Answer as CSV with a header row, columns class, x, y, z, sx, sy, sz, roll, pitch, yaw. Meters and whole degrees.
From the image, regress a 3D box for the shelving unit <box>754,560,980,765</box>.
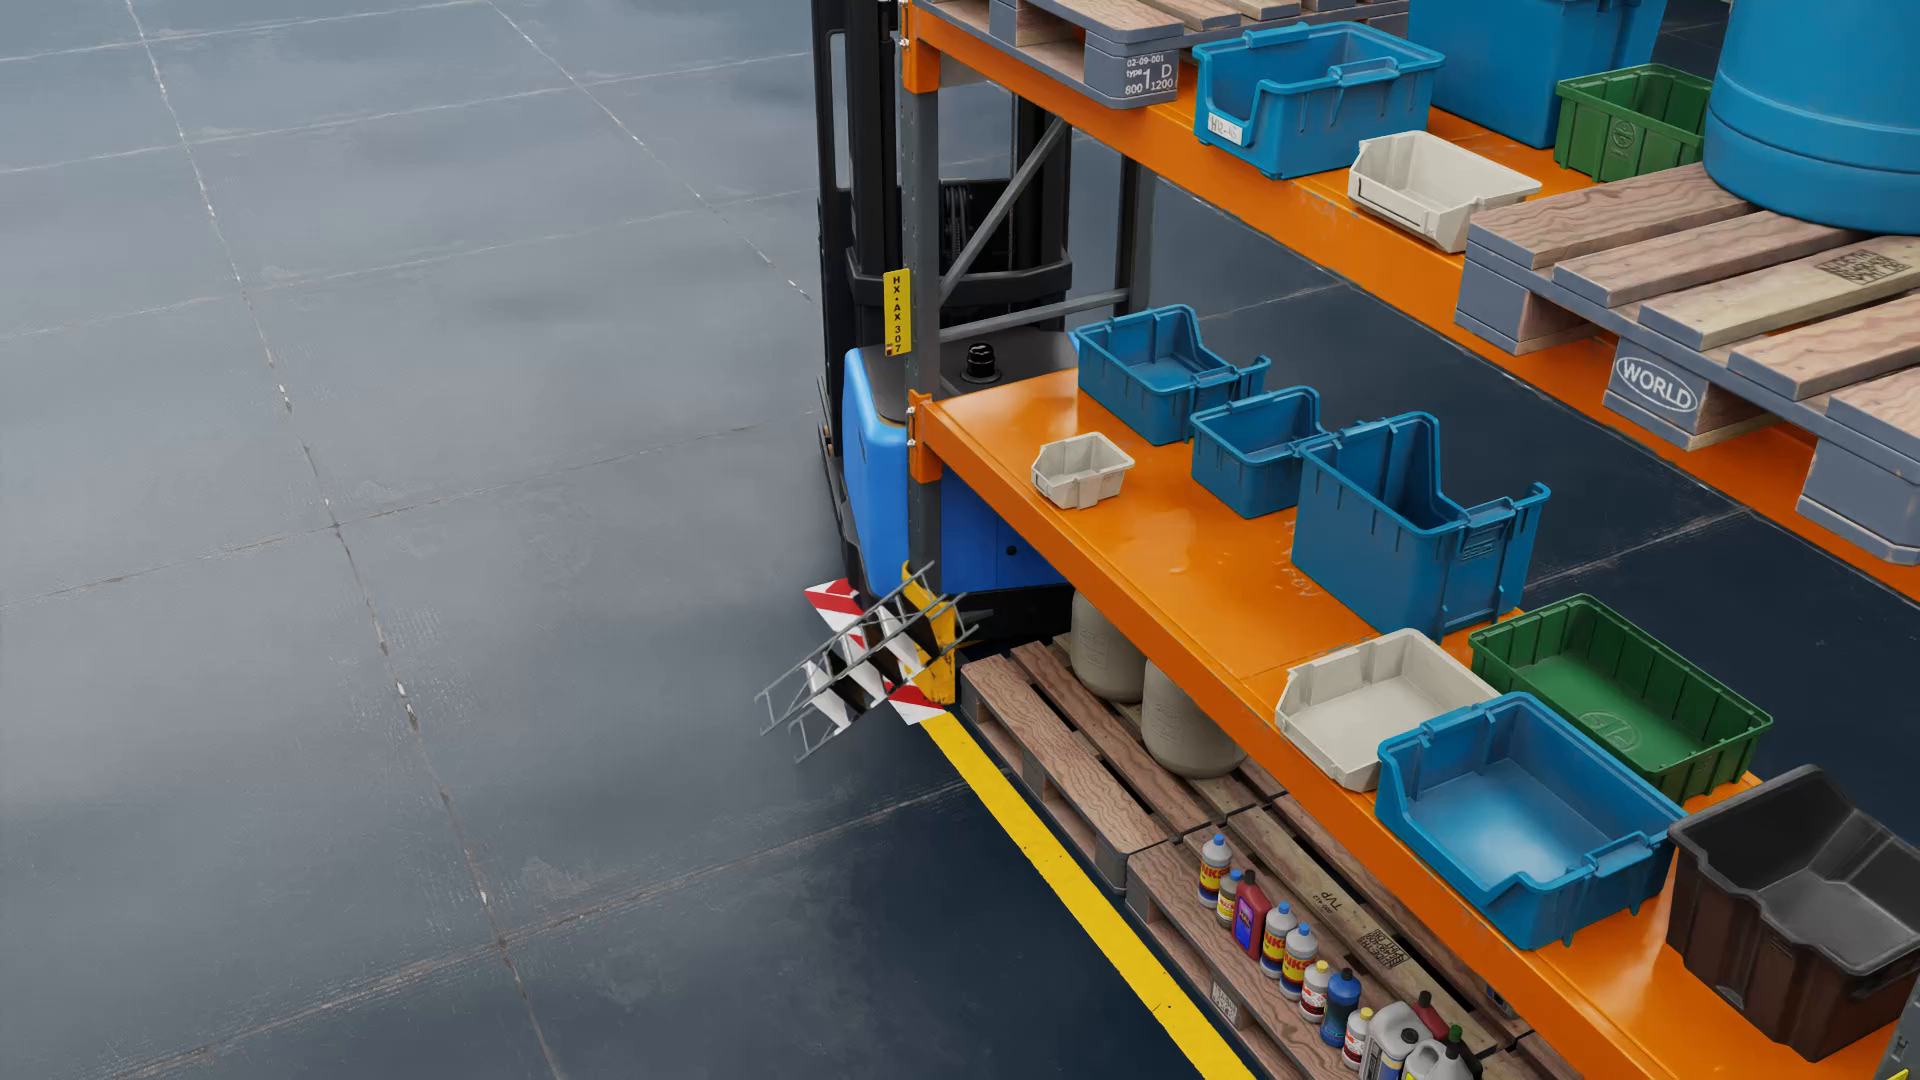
class,x,y,z,sx,sy,sz,roll,pitch,yaw
shelving unit,-0.364,0.471,6.348,0.900,0.210,0.258,-37,34,11

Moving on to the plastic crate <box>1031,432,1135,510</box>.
class,x,y,z,sx,sy,sz,roll,pitch,yaw
plastic crate,0.396,-0.219,5.556,0.298,0.136,0.250,-16,36,-23

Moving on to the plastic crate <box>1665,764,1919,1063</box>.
class,x,y,z,sx,sy,sz,roll,pitch,yaw
plastic crate,1.997,0.815,3.755,0.767,0.338,0.504,-16,36,-23

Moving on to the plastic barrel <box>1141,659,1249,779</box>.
class,x,y,z,sx,sy,sz,roll,pitch,yaw
plastic barrel,0.872,0.567,6.002,0.421,0.512,0.421,0,33,0

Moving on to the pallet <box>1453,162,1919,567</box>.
class,x,y,z,sx,sy,sz,roll,pitch,yaw
pallet,1.706,-0.432,3.039,1.213,0.211,1.003,-16,36,-23

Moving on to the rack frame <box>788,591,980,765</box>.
class,x,y,z,sx,sy,sz,roll,pitch,yaw
rack frame,-0.305,0.531,6.404,0.900,0.006,0.240,-37,34,11

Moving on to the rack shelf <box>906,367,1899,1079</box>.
class,x,y,z,sx,sy,sz,roll,pitch,yaw
rack shelf,1.196,0.419,4.982,1.077,0.370,4.000,-16,36,-23

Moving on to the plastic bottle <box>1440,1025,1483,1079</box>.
class,x,y,z,sx,sy,sz,roll,pitch,yaw
plastic bottle,1.412,1.511,4.721,0.061,0.283,0.133,-16,36,-23

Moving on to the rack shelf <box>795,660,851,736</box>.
class,x,y,z,sx,sy,sz,roll,pitch,yaw
rack shelf,-0.531,0.598,6.388,0.077,0.200,0.258,-37,34,11

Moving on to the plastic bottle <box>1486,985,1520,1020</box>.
class,x,y,z,sx,sy,sz,roll,pitch,yaw
plastic bottle,1.714,1.299,5.059,0.152,0.276,0.135,-16,36,-23

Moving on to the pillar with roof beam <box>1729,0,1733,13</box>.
class,x,y,z,sx,sy,sz,roll,pitch,yaw
pillar with roof beam,3.514,-7.520,11.146,9.100,9.000,0.400,-16,36,-23

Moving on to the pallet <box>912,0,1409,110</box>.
class,x,y,z,sx,sy,sz,roll,pitch,yaw
pallet,0.563,-1.602,4.865,1.003,0.211,1.213,-16,36,-23

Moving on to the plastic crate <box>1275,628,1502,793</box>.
class,x,y,z,sx,sy,sz,roll,pitch,yaw
plastic crate,1.148,0.471,4.479,0.530,0.136,0.437,-16,36,-23

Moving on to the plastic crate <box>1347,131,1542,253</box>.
class,x,y,z,sx,sy,sz,roll,pitch,yaw
plastic crate,1.023,-0.745,3.597,0.243,0.136,0.396,-16,36,-23

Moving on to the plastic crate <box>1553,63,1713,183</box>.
class,x,y,z,sx,sy,sz,roll,pitch,yaw
plastic crate,1.634,-0.924,3.828,0.336,0.188,0.450,-16,36,-23

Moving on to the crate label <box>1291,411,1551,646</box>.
class,x,y,z,sx,sy,sz,roll,pitch,yaw
crate label,1.361,-0.043,5.003,0.502,0.435,0.616,-16,36,-23

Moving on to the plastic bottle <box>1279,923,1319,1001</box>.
class,x,y,z,sx,sy,sz,roll,pitch,yaw
plastic bottle,1.040,1.280,5.092,0.097,0.271,0.097,0,33,0

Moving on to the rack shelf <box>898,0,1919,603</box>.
class,x,y,z,sx,sy,sz,roll,pitch,yaw
rack shelf,1.196,-0.844,4.173,1.077,0.370,4.000,-16,36,-23

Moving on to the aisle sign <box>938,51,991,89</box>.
class,x,y,z,sx,sy,sz,roll,pitch,yaw
aisle sign,-0.029,-1.893,5.515,0.394,0.787,0.004,-16,36,-23

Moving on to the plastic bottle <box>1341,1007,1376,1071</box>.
class,x,y,z,sx,sy,sz,roll,pitch,yaw
plastic bottle,1.182,1.455,4.884,0.097,0.201,0.097,0,33,0

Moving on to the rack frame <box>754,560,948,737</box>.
class,x,y,z,sx,sy,sz,roll,pitch,yaw
rack frame,-0.424,0.411,6.293,0.900,0.006,0.240,-37,34,11

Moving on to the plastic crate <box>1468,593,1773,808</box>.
class,x,y,z,sx,sy,sz,roll,pitch,yaw
plastic crate,1.746,0.441,4.477,0.450,0.188,0.662,-16,36,-23

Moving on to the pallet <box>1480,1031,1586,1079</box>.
class,x,y,z,sx,sy,sz,roll,pitch,yaw
pallet,1.853,1.914,4.567,1.003,0.211,1.213,-16,36,-23

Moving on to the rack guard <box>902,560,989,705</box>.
class,x,y,z,sx,sy,sz,roll,pitch,yaw
rack guard,0.341,0.239,6.914,1.175,0.500,0.348,-16,36,-23

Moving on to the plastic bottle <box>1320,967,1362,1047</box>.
class,x,y,z,sx,sy,sz,roll,pitch,yaw
plastic bottle,1.134,1.377,4.941,0.097,0.271,0.097,0,33,0

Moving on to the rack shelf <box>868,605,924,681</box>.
class,x,y,z,sx,sy,sz,roll,pitch,yaw
rack shelf,-0.250,0.383,6.321,0.077,0.200,0.258,-37,34,11

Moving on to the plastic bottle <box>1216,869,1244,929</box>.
class,x,y,z,sx,sy,sz,roll,pitch,yaw
plastic bottle,0.882,1.148,5.364,0.097,0.201,0.097,0,33,0

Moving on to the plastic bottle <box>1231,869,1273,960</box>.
class,x,y,z,sx,sy,sz,roll,pitch,yaw
plastic bottle,0.923,1.177,5.243,0.061,0.283,0.133,-15,36,-22

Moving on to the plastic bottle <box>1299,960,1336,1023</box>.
class,x,y,z,sx,sy,sz,roll,pitch,yaw
plastic bottle,1.086,1.357,5.037,0.097,0.201,0.097,0,33,0

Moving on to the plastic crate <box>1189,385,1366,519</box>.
class,x,y,z,sx,sy,sz,roll,pitch,yaw
plastic crate,1.060,-0.300,5.576,0.499,0.251,0.408,-16,36,-23

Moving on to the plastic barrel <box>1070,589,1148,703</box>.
class,x,y,z,sx,sy,sz,roll,pitch,yaw
plastic barrel,0.638,0.328,6.375,0.421,0.512,0.421,0,33,0

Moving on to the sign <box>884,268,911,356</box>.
class,x,y,z,sx,sy,sz,roll,pitch,yaw
sign,-0.225,-0.818,5.990,0.100,0.325,0.005,-16,36,-23

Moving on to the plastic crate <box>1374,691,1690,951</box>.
class,x,y,z,sx,sy,sz,roll,pitch,yaw
plastic crate,1.373,0.674,4.056,0.499,0.251,0.616,-16,36,-23

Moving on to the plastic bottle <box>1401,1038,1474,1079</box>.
class,x,y,z,sx,sy,sz,roll,pitch,yaw
plastic bottle,1.334,1.520,4.644,0.144,0.351,0.185,-16,36,-23

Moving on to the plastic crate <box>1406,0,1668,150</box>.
class,x,y,z,sx,sy,sz,roll,pitch,yaw
plastic crate,1.419,-1.260,4.170,0.392,0.384,0.575,-16,36,-23

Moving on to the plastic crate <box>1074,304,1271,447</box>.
class,x,y,z,sx,sy,sz,roll,pitch,yaw
plastic crate,0.762,-0.612,6.062,0.499,0.251,0.616,-16,36,-23

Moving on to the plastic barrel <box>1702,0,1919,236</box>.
class,x,y,z,sx,sy,sz,roll,pitch,yaw
plastic barrel,1.760,-1.082,3.024,0.600,0.901,0.708,-16,36,-23

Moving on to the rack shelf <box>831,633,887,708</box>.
class,x,y,z,sx,sy,sz,roll,pitch,yaw
rack shelf,-0.390,0.491,6.355,0.077,0.200,0.258,-37,34,11

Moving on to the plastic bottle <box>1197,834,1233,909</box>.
class,x,y,z,sx,sy,sz,roll,pitch,yaw
plastic bottle,0.834,1.069,5.422,0.097,0.271,0.097,0,33,0

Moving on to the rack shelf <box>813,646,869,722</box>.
class,x,y,z,sx,sy,sz,roll,pitch,yaw
rack shelf,-0.460,0.545,6.372,0.077,0.200,0.258,-37,34,11

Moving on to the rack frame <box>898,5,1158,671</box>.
class,x,y,z,sx,sy,sz,roll,pitch,yaw
rack frame,0.264,-0.838,6.277,1.000,3.000,0.127,-16,36,-23

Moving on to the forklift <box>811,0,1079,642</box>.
class,x,y,z,sx,sy,sz,roll,pitch,yaw
forklift,-0.107,-1.566,7.477,1.130,2.935,3.031,-5,33,-8

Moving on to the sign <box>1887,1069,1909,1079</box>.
class,x,y,z,sx,sy,sz,roll,pitch,yaw
sign,1.637,1.087,3.015,0.100,0.325,0.005,-16,36,-23

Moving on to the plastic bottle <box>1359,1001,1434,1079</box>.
class,x,y,z,sx,sy,sz,roll,pitch,yaw
plastic bottle,1.261,1.473,4.787,0.152,0.276,0.135,-15,36,-22

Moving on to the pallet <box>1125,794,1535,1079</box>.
class,x,y,z,sx,sy,sz,roll,pitch,yaw
pallet,1.280,1.331,5.477,1.003,0.211,1.213,-16,36,-23

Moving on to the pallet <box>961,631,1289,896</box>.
class,x,y,z,sx,sy,sz,roll,pitch,yaw
pallet,0.715,0.750,6.384,1.003,0.211,1.213,-16,36,-23

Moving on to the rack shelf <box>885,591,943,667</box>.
class,x,y,z,sx,sy,sz,roll,pitch,yaw
rack shelf,-0.180,0.330,6.304,0.077,0.200,0.258,-37,34,11

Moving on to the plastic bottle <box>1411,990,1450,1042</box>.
class,x,y,z,sx,sy,sz,roll,pitch,yaw
plastic bottle,1.355,1.443,4.827,0.061,0.283,0.133,-16,36,-23

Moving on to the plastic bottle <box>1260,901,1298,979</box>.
class,x,y,z,sx,sy,sz,roll,pitch,yaw
plastic bottle,0.993,1.233,5.167,0.097,0.271,0.097,0,33,0

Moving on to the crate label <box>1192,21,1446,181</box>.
class,x,y,z,sx,sy,sz,roll,pitch,yaw
crate label,0.844,-1.062,3.984,0.502,0.251,0.408,-16,36,-23

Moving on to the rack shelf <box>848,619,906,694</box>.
class,x,y,z,sx,sy,sz,roll,pitch,yaw
rack shelf,-0.320,0.437,6.338,0.077,0.200,0.258,-37,34,11
